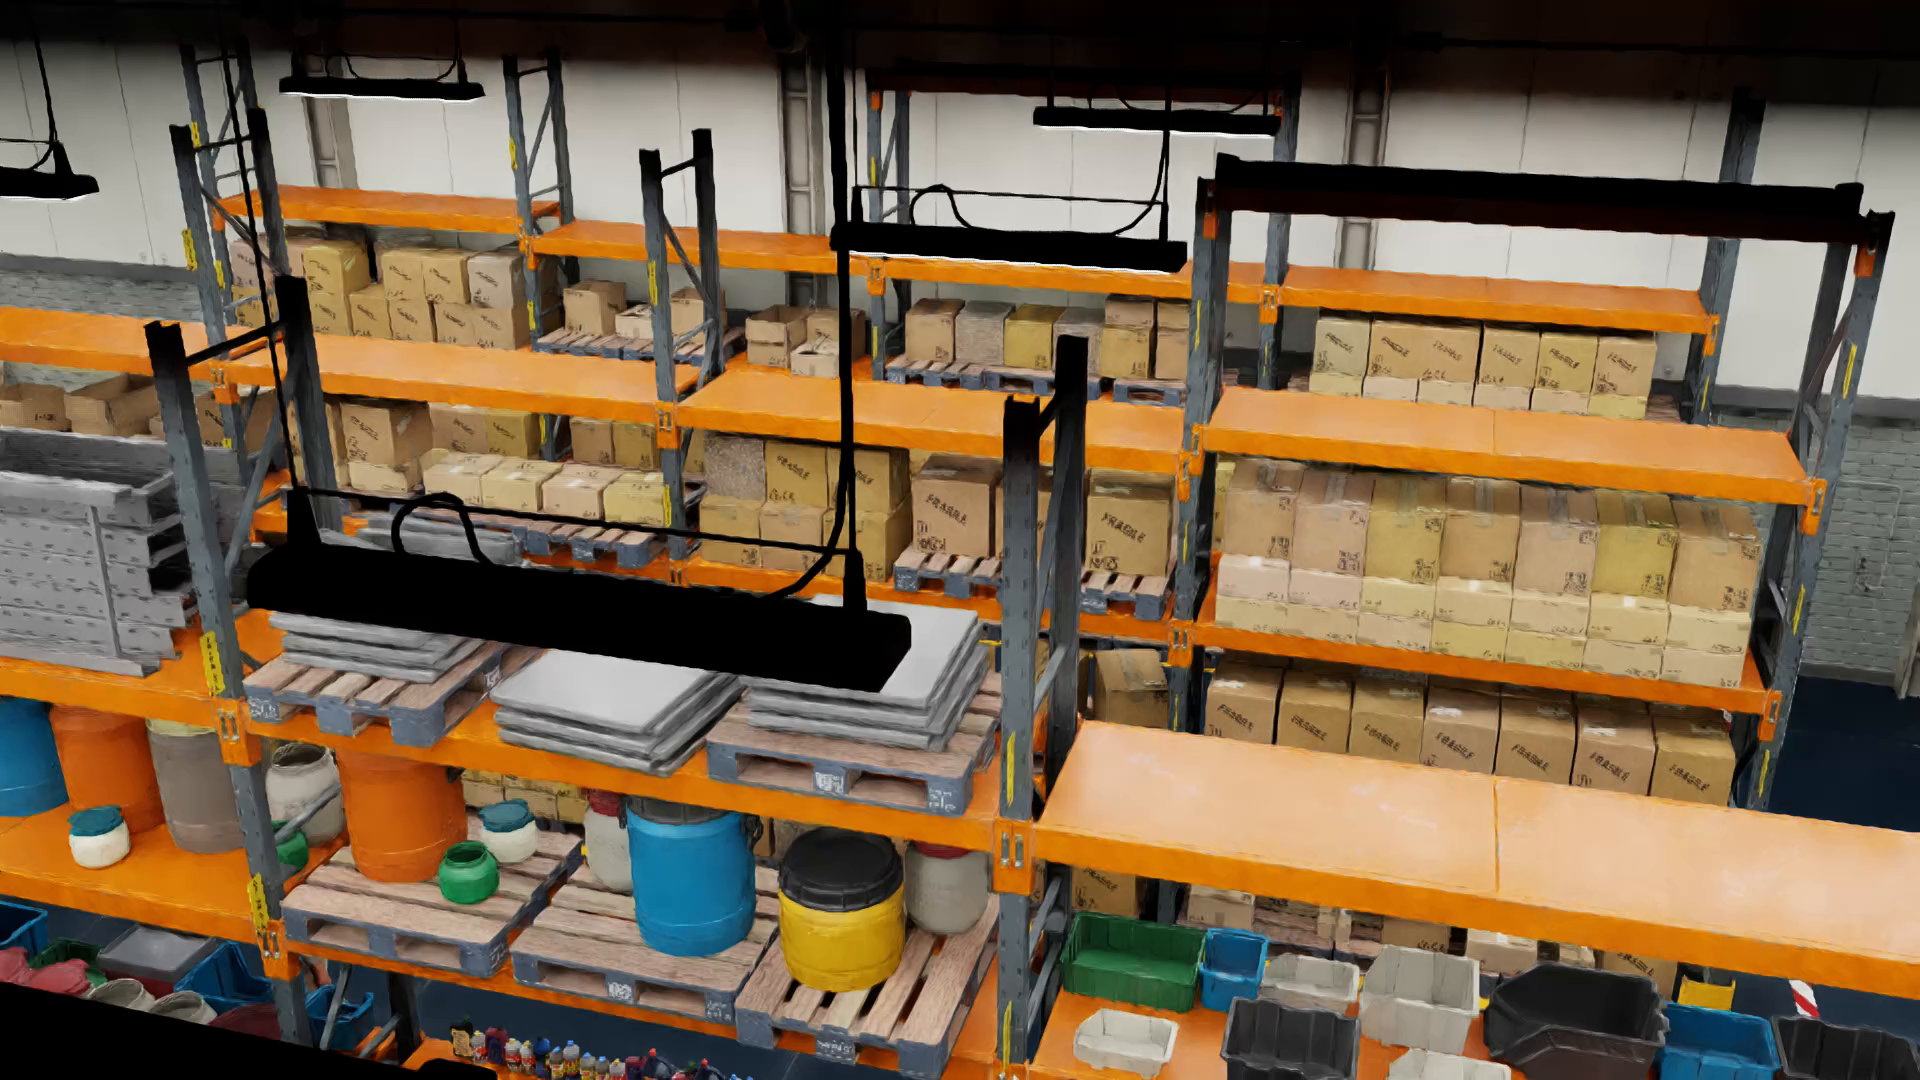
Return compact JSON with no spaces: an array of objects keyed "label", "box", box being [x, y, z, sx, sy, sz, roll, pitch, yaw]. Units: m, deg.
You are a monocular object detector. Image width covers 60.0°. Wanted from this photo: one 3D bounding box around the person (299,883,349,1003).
[{"label":"person","box":[-4.346,3.004,11.173,0.628,1.787,0.550,13,26,29]}]
